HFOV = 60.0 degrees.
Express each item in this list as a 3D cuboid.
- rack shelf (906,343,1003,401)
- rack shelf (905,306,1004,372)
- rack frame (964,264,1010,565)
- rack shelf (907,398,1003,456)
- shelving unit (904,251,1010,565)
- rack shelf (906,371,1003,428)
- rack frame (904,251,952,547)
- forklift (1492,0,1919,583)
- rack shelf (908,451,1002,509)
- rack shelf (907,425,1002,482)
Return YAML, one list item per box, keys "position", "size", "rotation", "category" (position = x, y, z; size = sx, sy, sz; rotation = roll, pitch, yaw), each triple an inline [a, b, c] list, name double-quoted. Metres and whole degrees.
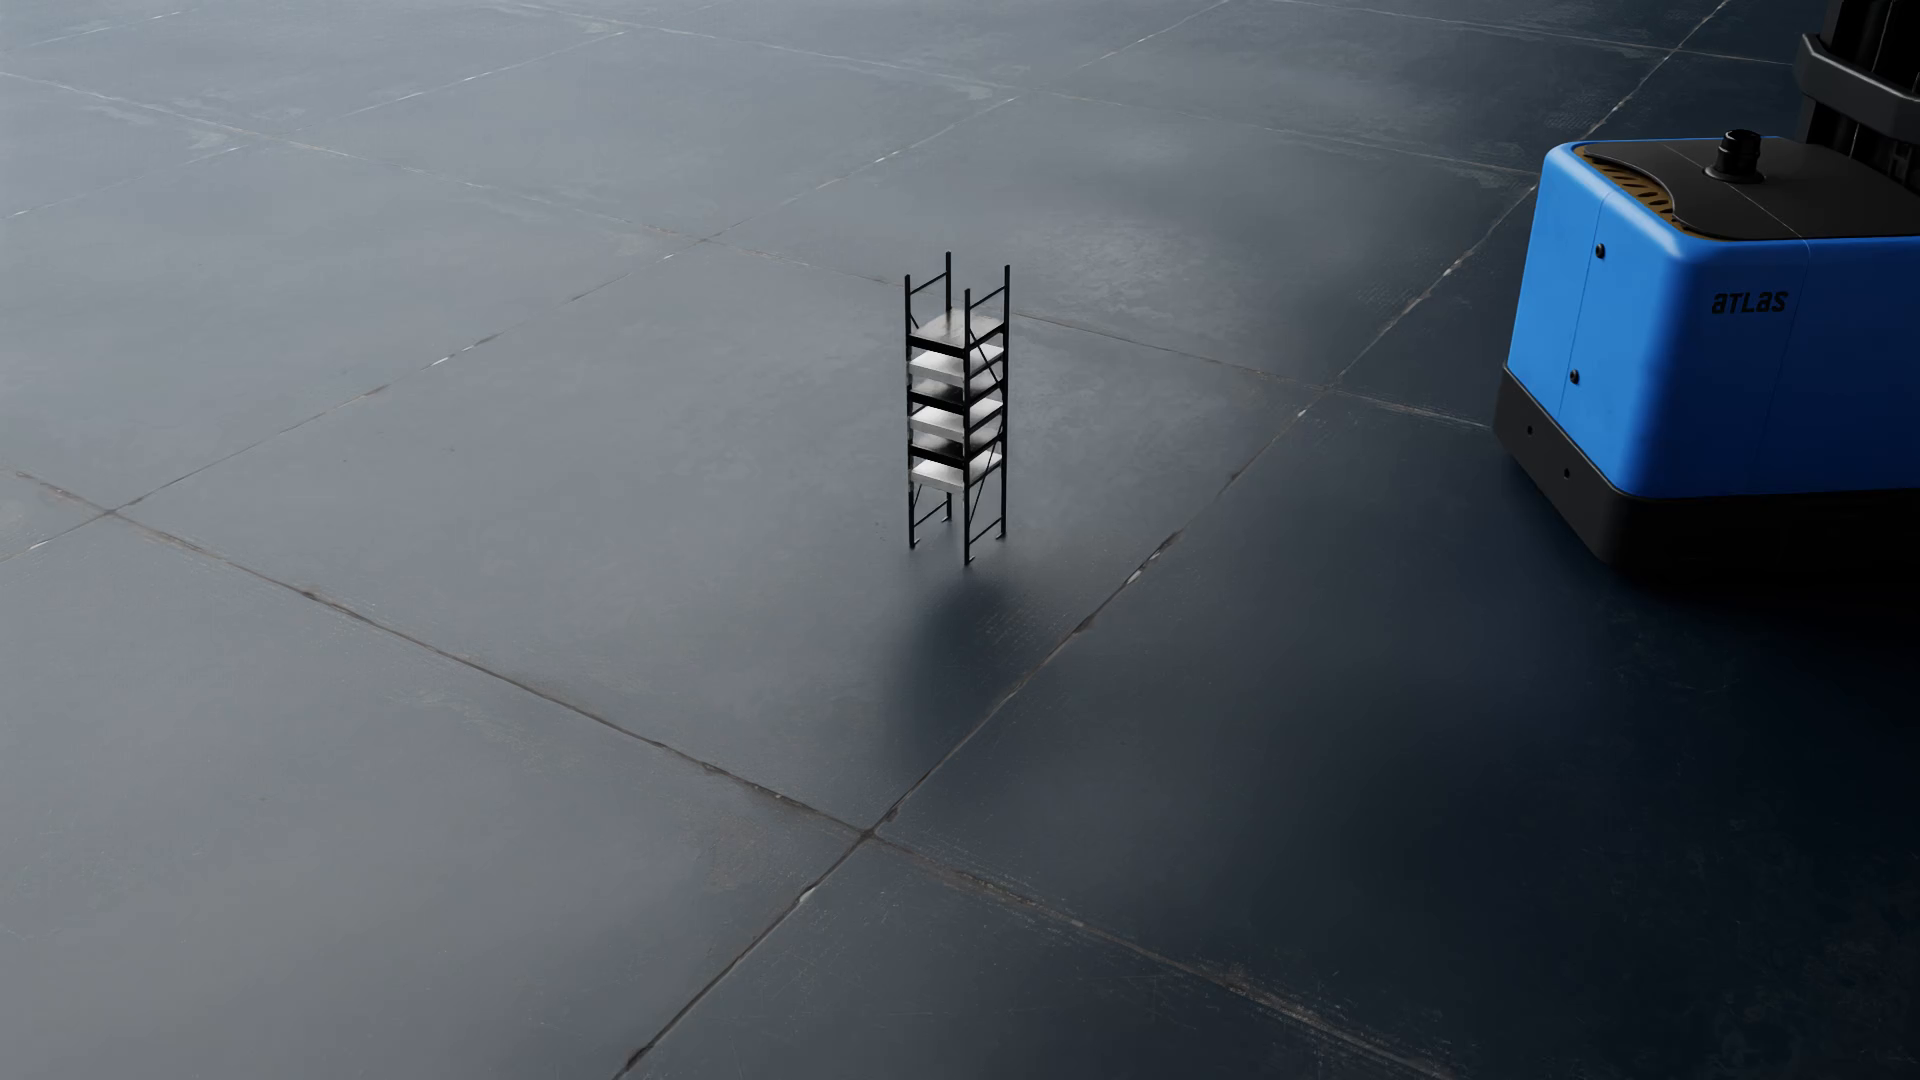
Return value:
- position: [-0.007, -0.518, 4.953]
  size: [0.200, 0.077, 0.258]
  rotation: [18, 35, 27]
  category: "rack shelf"
- position: [-0.007, -0.595, 4.908]
  size: [0.200, 0.077, 0.258]
  rotation: [18, 35, 27]
  category: "rack shelf"
- position: [0.079, -0.364, 4.980]
  size: [0.006, 0.900, 0.240]
  rotation: [18, 35, 27]
  category: "rack frame"
- position: [-0.007, -0.362, 5.044]
  size: [0.200, 0.077, 0.258]
  rotation: [18, 35, 27]
  category: "rack shelf"
- position: [-0.007, -0.391, 5.027]
  size: [0.210, 0.900, 0.258]
  rotation: [18, 35, 27]
  category: "shelving unit"
- position: [-0.007, -0.440, 4.998]
  size: [0.200, 0.077, 0.258]
  rotation: [18, 35, 27]
  category: "rack shelf"
- position: [-0.093, -0.418, 5.074]
  size: [0.006, 0.900, 0.240]
  rotation: [18, 35, 27]
  category: "rack frame"
- position: [3.389, -1.434, 4.800]
  size: [3.031, 2.935, 1.130]
  rotation: [-3, 30, -4]
  category: "forklift"
- position: [-0.007, -0.207, 5.134]
  size: [0.200, 0.077, 0.258]
  rotation: [18, 35, 27]
  category: "rack shelf"
- position: [-0.007, -0.284, 5.089]
  size: [0.200, 0.077, 0.258]
  rotation: [18, 35, 27]
  category: "rack shelf"
